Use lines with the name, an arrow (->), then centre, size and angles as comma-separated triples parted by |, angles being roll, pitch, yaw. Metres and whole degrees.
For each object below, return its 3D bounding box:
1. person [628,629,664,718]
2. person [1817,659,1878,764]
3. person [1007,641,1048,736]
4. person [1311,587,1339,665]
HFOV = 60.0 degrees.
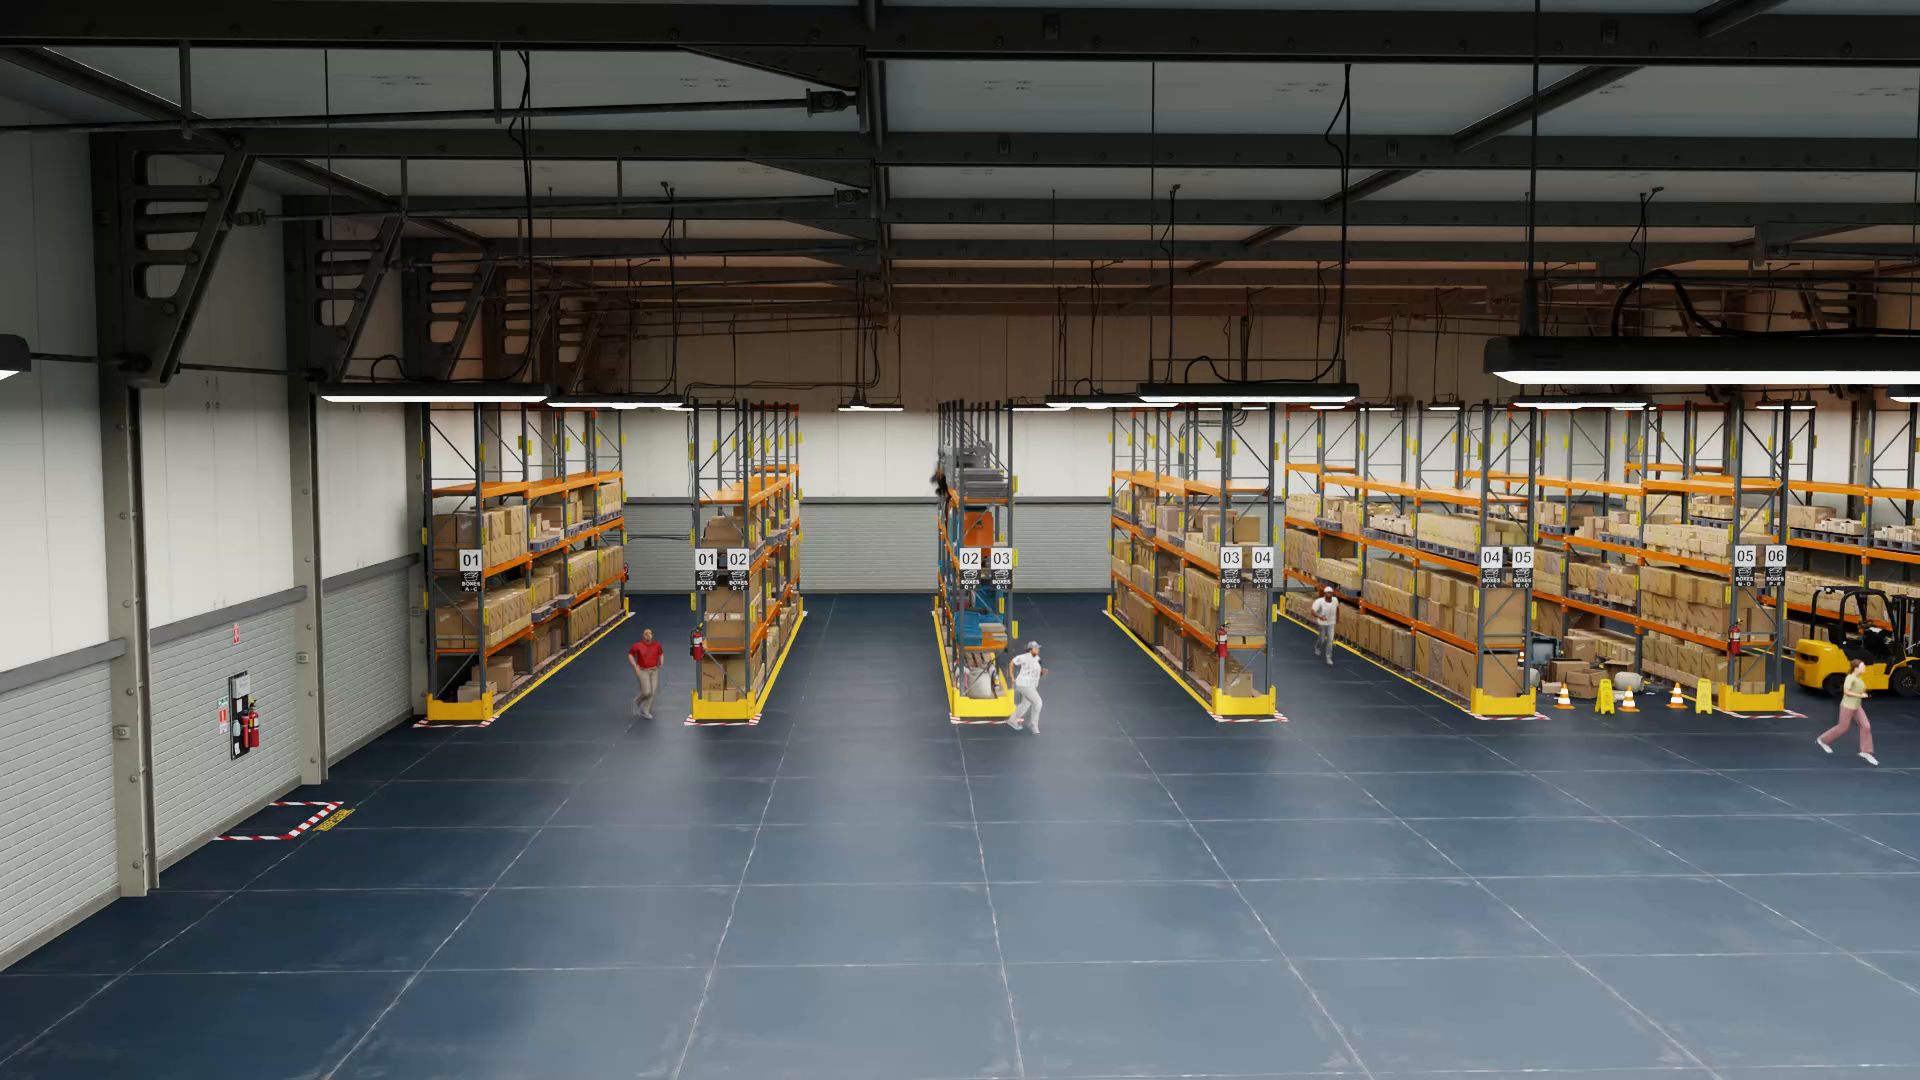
person -> -5.843, 2.494, 31.236 | 0.647, 1.665, 0.615 | -3, 5, -33
person -> 14.722, 2.800, 27.528 | 0.599, 1.690, 0.989 | -4, 6, -40
person -> 1.190, 2.646, 29.758 | 0.821, 1.696, 0.627 | 3, 5, 34
person -> 8.422, 1.939, 38.295 | 0.725, 1.757, 1.010 | -1, 4, -9
